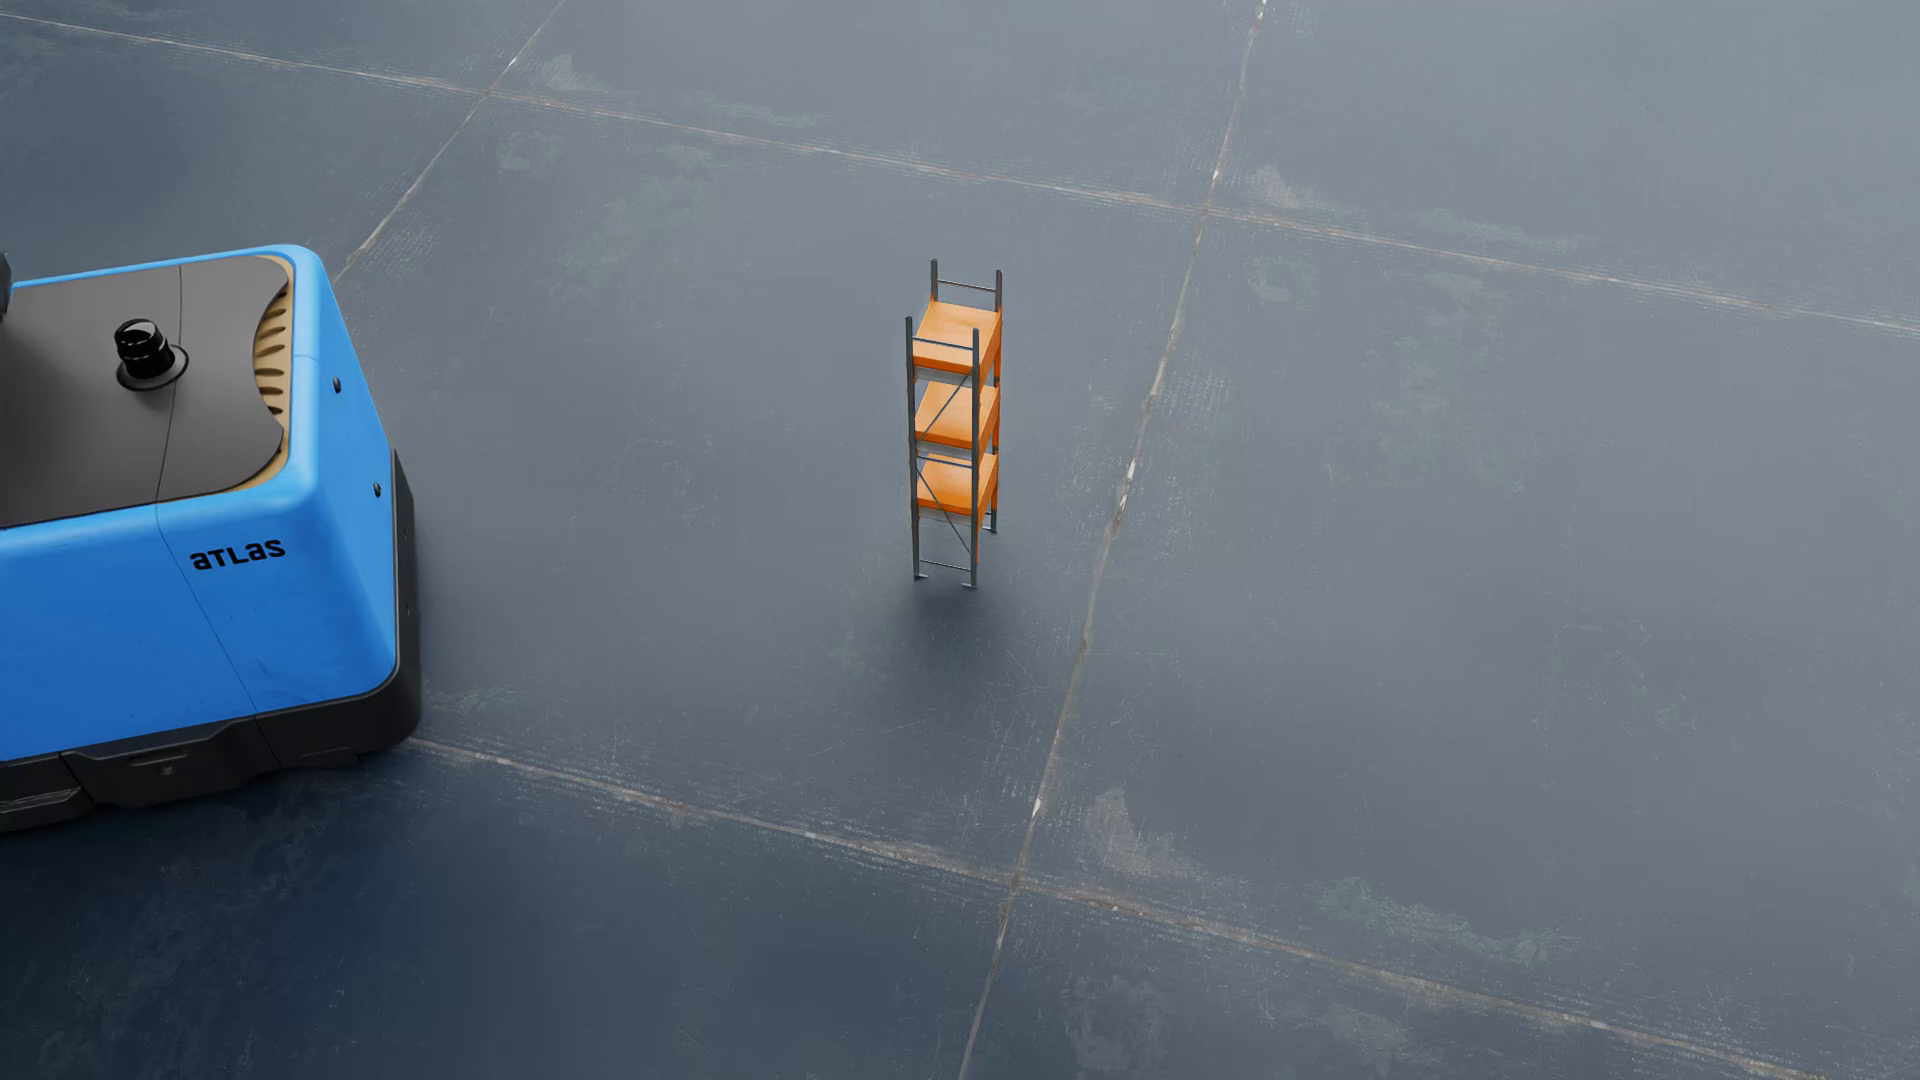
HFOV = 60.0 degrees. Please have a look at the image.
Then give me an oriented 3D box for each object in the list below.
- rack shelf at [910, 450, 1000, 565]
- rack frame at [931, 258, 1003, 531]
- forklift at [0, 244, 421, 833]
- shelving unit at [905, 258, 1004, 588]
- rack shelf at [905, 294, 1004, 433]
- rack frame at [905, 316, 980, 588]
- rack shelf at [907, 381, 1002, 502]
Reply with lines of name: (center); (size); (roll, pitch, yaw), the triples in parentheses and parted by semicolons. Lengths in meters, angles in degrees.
rack shelf: (-0.014, -0.118, 5.039); (0.215, 0.259, 0.240); (12, 50, 10)
rack frame: (0.018, -0.397, 4.900); (0.200, 1.050, 0.008); (12, 50, 10)
forklift: (-3.101, -0.470, 3.710); (3.031, 2.935, 1.130); (-10, 49, -9)
shelving unit: (-0.014, -0.309, 4.822); (0.215, 1.050, 0.252); (12, 50, 10)
rack shelf: (-0.014, -0.489, 4.617); (0.215, 0.259, 0.240); (12, 50, 10)
rack frame: (-0.046, -0.220, 4.744); (0.200, 1.050, 0.008); (12, 50, 10)
rack shelf: (-0.014, -0.302, 4.830); (0.215, 0.259, 0.240); (12, 50, 10)
